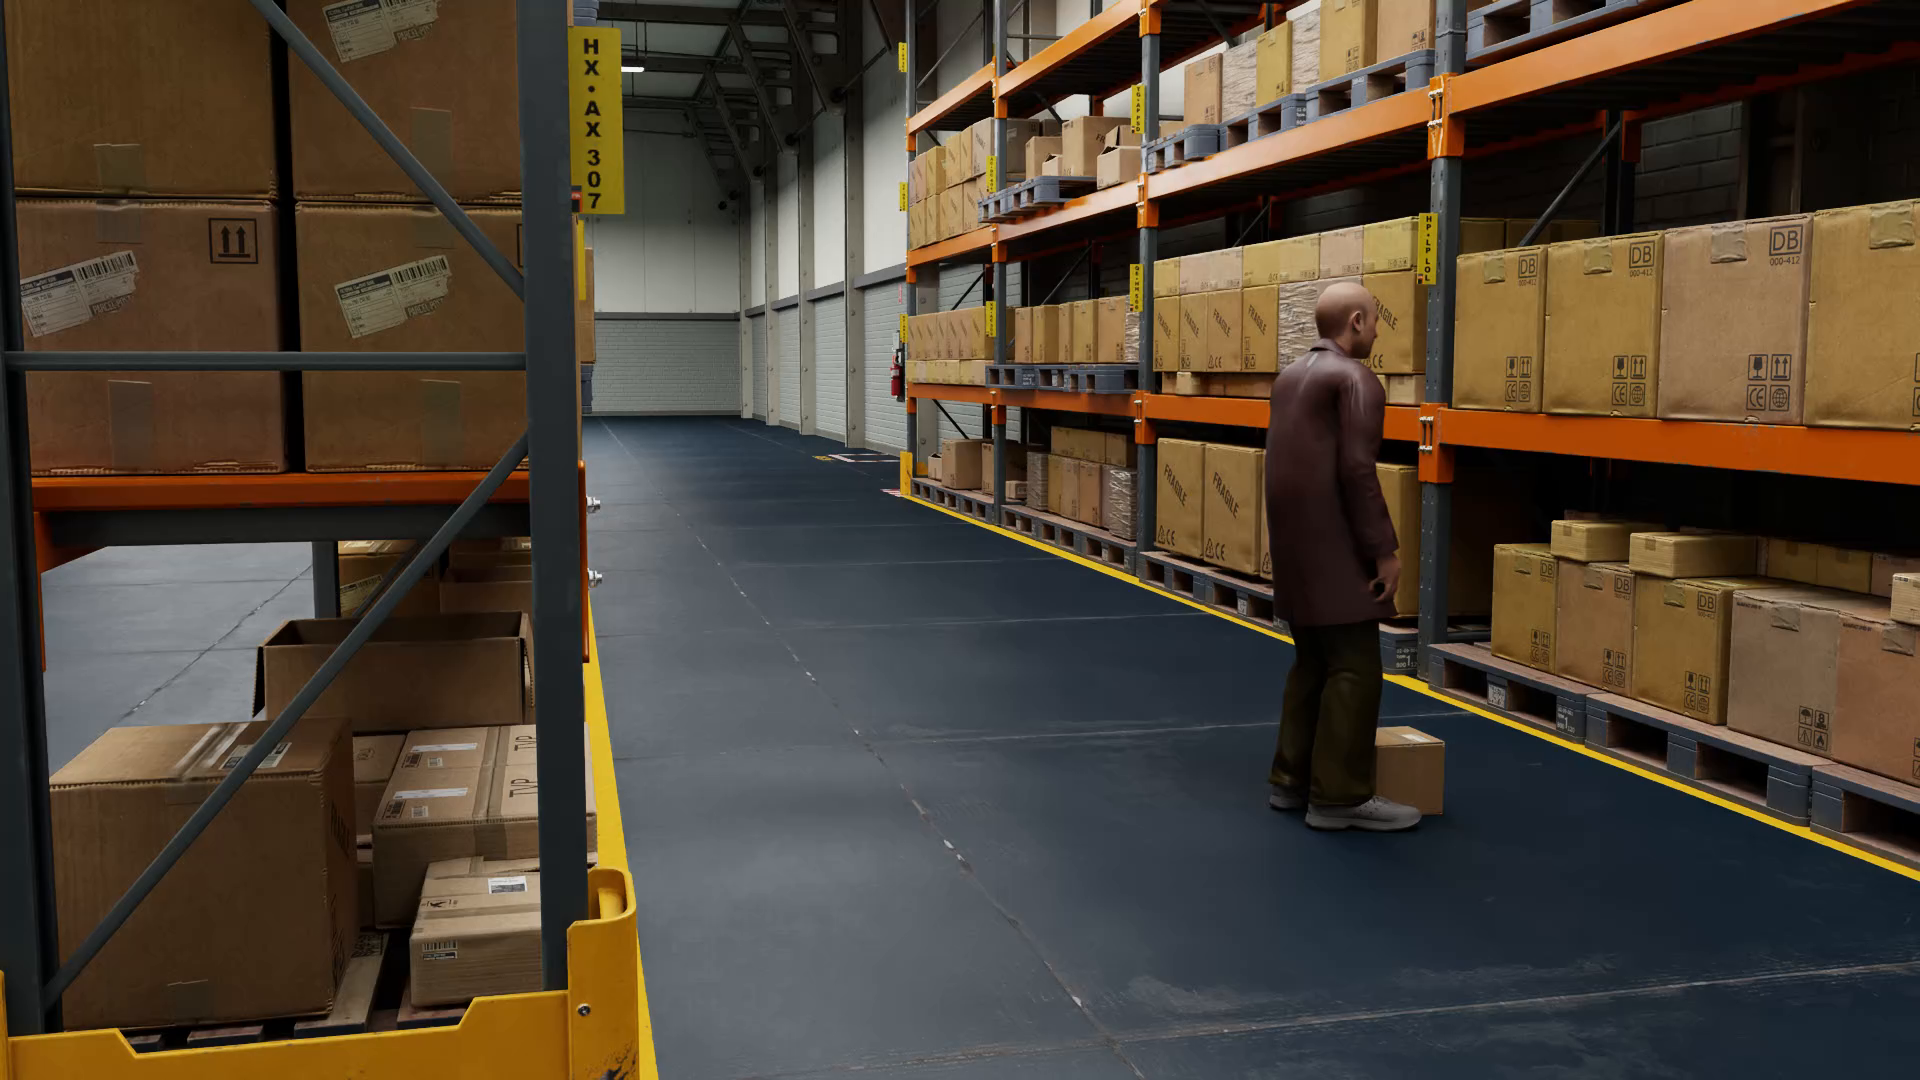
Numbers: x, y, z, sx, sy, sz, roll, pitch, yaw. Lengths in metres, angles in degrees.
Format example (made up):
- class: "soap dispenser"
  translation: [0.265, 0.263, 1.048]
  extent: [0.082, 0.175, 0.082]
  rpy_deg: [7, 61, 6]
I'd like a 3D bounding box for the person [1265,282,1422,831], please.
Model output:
- class: "person"
  translation: [1.235, 0.036, 5.535]
  extent: [0.419, 1.774, 0.655]
  rpy_deg: [-2, 6, -16]
